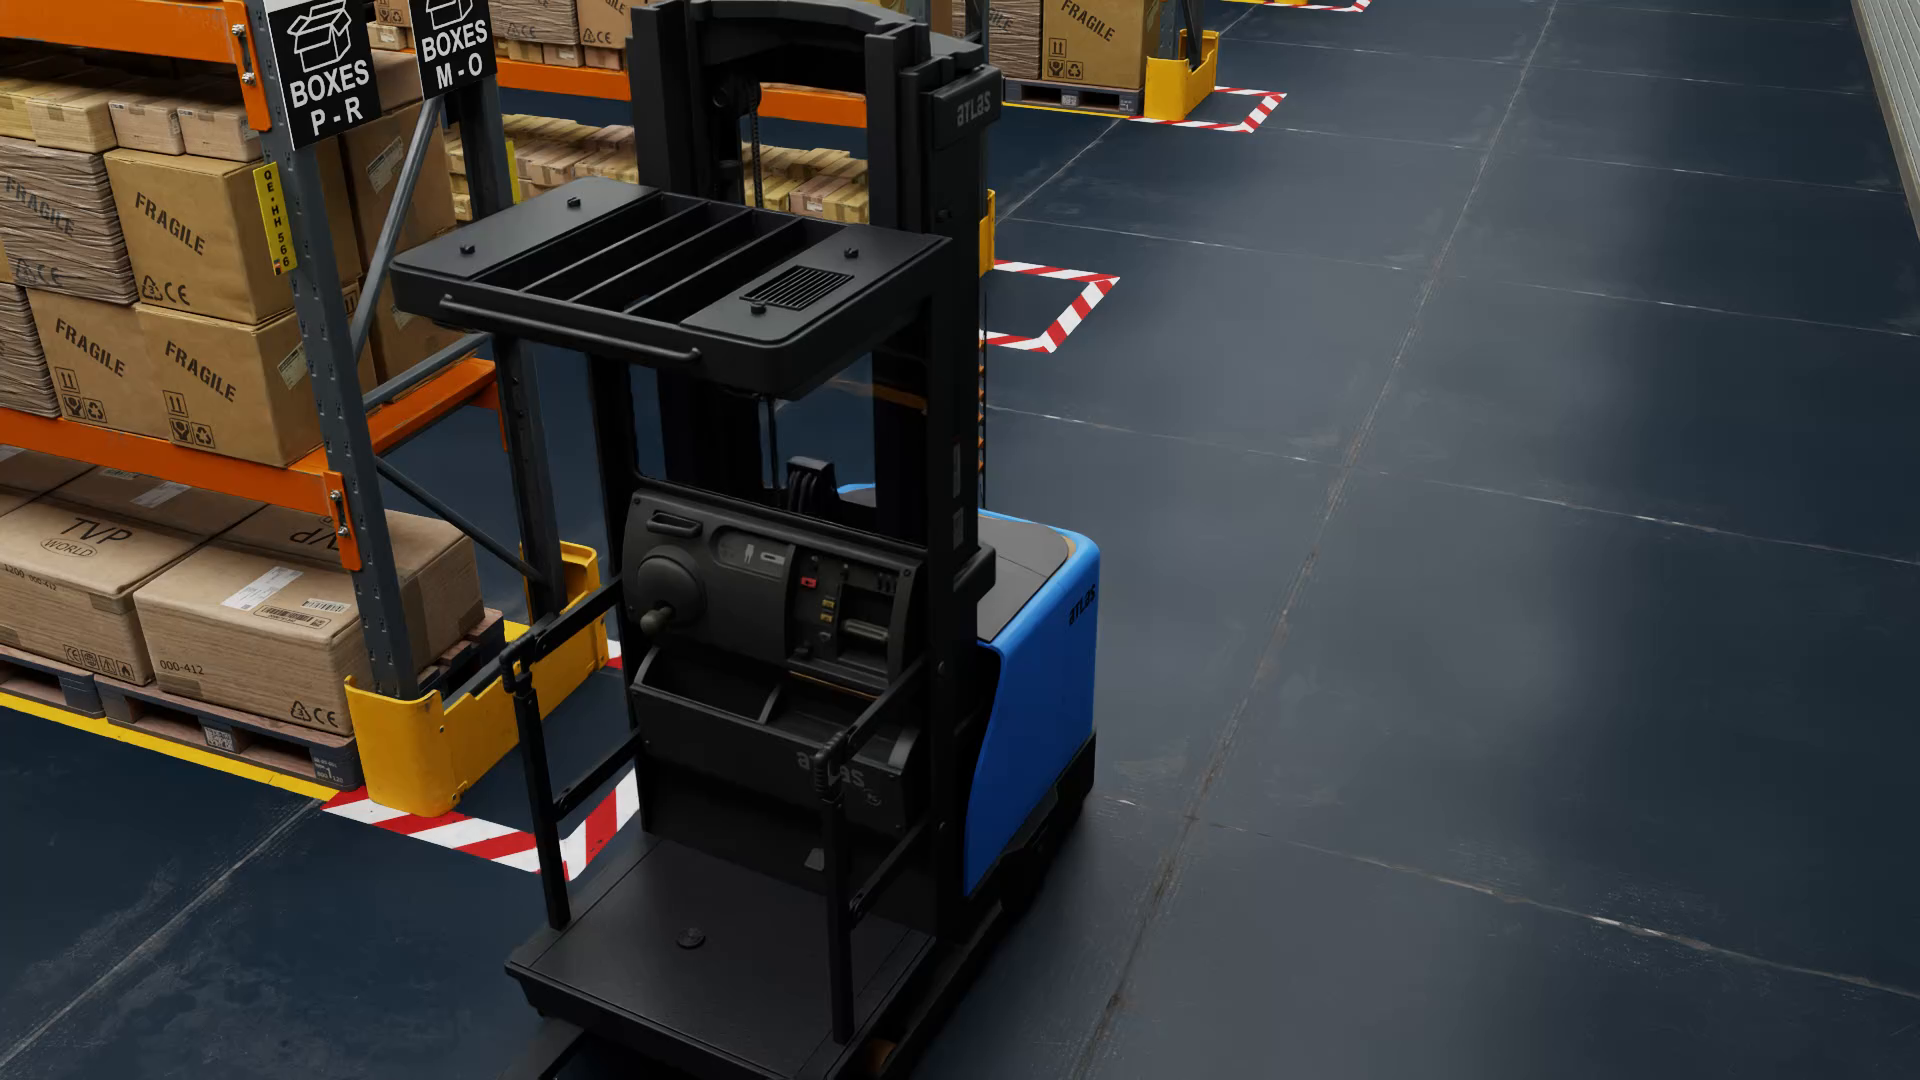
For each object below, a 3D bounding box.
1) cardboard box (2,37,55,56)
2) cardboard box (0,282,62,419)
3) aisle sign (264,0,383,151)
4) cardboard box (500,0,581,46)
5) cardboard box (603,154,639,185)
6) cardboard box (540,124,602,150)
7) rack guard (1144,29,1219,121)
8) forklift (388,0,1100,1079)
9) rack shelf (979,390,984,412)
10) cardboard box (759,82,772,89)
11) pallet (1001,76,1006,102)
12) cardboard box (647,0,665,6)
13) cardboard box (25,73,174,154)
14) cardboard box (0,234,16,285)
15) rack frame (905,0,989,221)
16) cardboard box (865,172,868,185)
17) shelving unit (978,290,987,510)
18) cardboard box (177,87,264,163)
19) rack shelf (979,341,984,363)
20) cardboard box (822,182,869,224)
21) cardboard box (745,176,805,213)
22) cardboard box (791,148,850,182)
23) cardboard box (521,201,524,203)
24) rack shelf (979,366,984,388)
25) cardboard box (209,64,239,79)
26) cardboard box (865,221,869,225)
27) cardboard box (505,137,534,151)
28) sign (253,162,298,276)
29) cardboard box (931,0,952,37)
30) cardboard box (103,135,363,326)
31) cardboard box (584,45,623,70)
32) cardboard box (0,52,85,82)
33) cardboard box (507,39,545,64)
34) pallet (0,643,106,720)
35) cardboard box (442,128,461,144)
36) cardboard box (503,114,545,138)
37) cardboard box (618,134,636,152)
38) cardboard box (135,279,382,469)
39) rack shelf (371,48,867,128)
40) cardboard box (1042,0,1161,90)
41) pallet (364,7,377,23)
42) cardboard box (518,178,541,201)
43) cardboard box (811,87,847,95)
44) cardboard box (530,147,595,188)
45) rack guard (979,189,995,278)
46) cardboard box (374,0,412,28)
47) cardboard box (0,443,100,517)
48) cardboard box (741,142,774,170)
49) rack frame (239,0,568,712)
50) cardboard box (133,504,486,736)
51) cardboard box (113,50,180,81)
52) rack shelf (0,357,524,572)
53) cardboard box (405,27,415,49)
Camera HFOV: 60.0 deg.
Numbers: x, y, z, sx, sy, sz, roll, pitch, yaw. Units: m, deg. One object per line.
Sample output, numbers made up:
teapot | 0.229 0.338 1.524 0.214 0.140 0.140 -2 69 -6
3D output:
cardboard box | -3.253 -1.799 6.107 0.250 0.149 0.380 12 31 20
cardboard box | -3.318 -0.801 6.018 0.500 0.500 0.500 12 32 21
aisle sign | -1.882 -1.576 4.848 0.004 0.787 0.394 11 31 19
cardboard box | -2.492 -3.383 10.283 0.500 0.500 0.500 11 31 18
cardboard box | -2.091 -2.356 10.737 0.250 0.149 0.380 11 31 19
cardboard box | -2.647 -2.713 11.367 0.250 0.149 0.380 12 32 21
rack guard | 1.917 -4.025 14.363 0.348 0.500 1.175 11 31 19
forklift | -0.638 0.183 4.448 1.130 2.935 3.031 14 32 24
rack shelf | -0.013 -0.591 7.422 0.180 0.103 0.258 11 31 19
cardboard box | -1.172 -2.836 9.974 0.250 0.149 0.380 12 32 20
pallet | -0.003 -4.242 15.041 1.213 0.211 1.003 11 31 19
cardboard box | -1.526 -3.201 9.960 0.500 0.500 0.500 11 31 19
cardboard box | -2.755 -1.381 5.367 0.250 0.149 0.380 11 31 19
cardboard box | -3.320 -1.235 5.768 0.500 0.500 0.500 11 31 19
rack frame | -0.064 -2.875 9.788 0.127 3.000 1.000 11 31 19
cardboard box | -0.422 -2.327 10.685 0.250 0.149 0.380 10 31 17
shelving unit | -0.013 -0.525 7.459 0.189 1.200 0.258 11 31 19
cardboard box | -2.240 -1.335 5.287 0.250 0.149 0.380 12 32 20
rack shelf | -0.013 -0.800 7.304 0.180 0.103 0.258 11 31 19
cardboard box | -0.650 -2.058 10.208 0.250 0.149 0.380 12 32 20
cardboard box | -1.149 -2.120 10.319 0.250 0.149 0.380 11 31 18
cardboard box | -0.908 -2.428 10.864 0.250 0.149 0.380 11 31 19
cardboard box | -2.804 -2.247 11.147 0.250 0.149 0.380 11 31 18
rack shelf | -0.013 -0.695 7.363 0.180 0.103 0.258 11 31 19
cardboard box | -2.326 -1.568 5.699 0.250 0.149 0.380 12 32 20
cardboard box | -0.661 -1.913 10.255 0.250 0.149 0.380 10 31 18
cardboard box | -3.044 -2.555 11.088 0.250 0.149 0.380 11 31 18
sign | -2.049 -0.961 4.985 0.005 0.325 0.100 11 31 19
cardboard box | -0.376 -3.257 10.060 0.500 0.500 0.500 13 32 21
cardboard box | -2.368 -1.058 5.456 0.500 0.500 0.500 12 32 21
cardboard box | -2.127 -3.054 10.360 0.250 0.149 0.380 13 32 21
cardboard box | -3.188 -1.527 5.626 0.250 0.149 0.380 11 31 19
cardboard box | -2.638 -3.135 10.503 0.250 0.149 0.380 12 32 20
pallet | -3.729 0.276 7.047 1.213 0.211 1.003 11 31 19
cardboard box | -3.529 -2.657 11.269 0.250 0.149 0.380 13 32 21
cardboard box | -3.091 -2.839 11.590 0.250 0.149 0.380 12 32 20
cardboard box | -2.107 -2.660 11.274 0.250 0.149 0.380 10 31 17
cardboard box | -2.378 -0.611 5.681 0.500 0.500 0.500 11 31 19
rack shelf | -1.917 -2.932 10.619 4.000 0.370 1.077 11 31 19
cardboard box | 1.271 -4.457 14.320 0.875 0.875 0.875 11 31 19
pallet | -4.424 -3.739 11.511 1.213 0.211 1.003 11 31 19
cardboard box | -2.798 -2.387 11.093 0.250 0.149 0.380 10 31 17
cardboard box | -0.689 -2.760 9.840 0.250 0.149 0.380 11 31 19
cardboard box | -2.588 -2.433 10.871 0.250 0.149 0.380 12 32 20
rack guard | -0.135 -1.801 10.427 0.348 0.500 1.175 11 31 19
cardboard box | -3.407 -3.581 10.634 0.500 0.500 0.500 11 31 18
cardboard box | -4.167 -0.076 7.013 0.875 0.438 0.875 10 31 18
cardboard box | -1.422 -2.492 10.977 0.250 0.149 0.380 13 32 21
rack frame | -1.832 -0.599 5.761 0.127 3.000 1.000 11 31 19
cardboard box | -2.481 0.257 6.424 0.875 0.438 0.875 10 31 17
cardboard box | -2.775 -1.709 5.948 0.250 0.149 0.380 10 31 17
rack shelf | -3.685 -0.656 6.593 4.000 0.370 1.077 11 31 19
cardboard box | -3.364 -3.290 10.777 0.250 0.149 0.380 12 32 21
